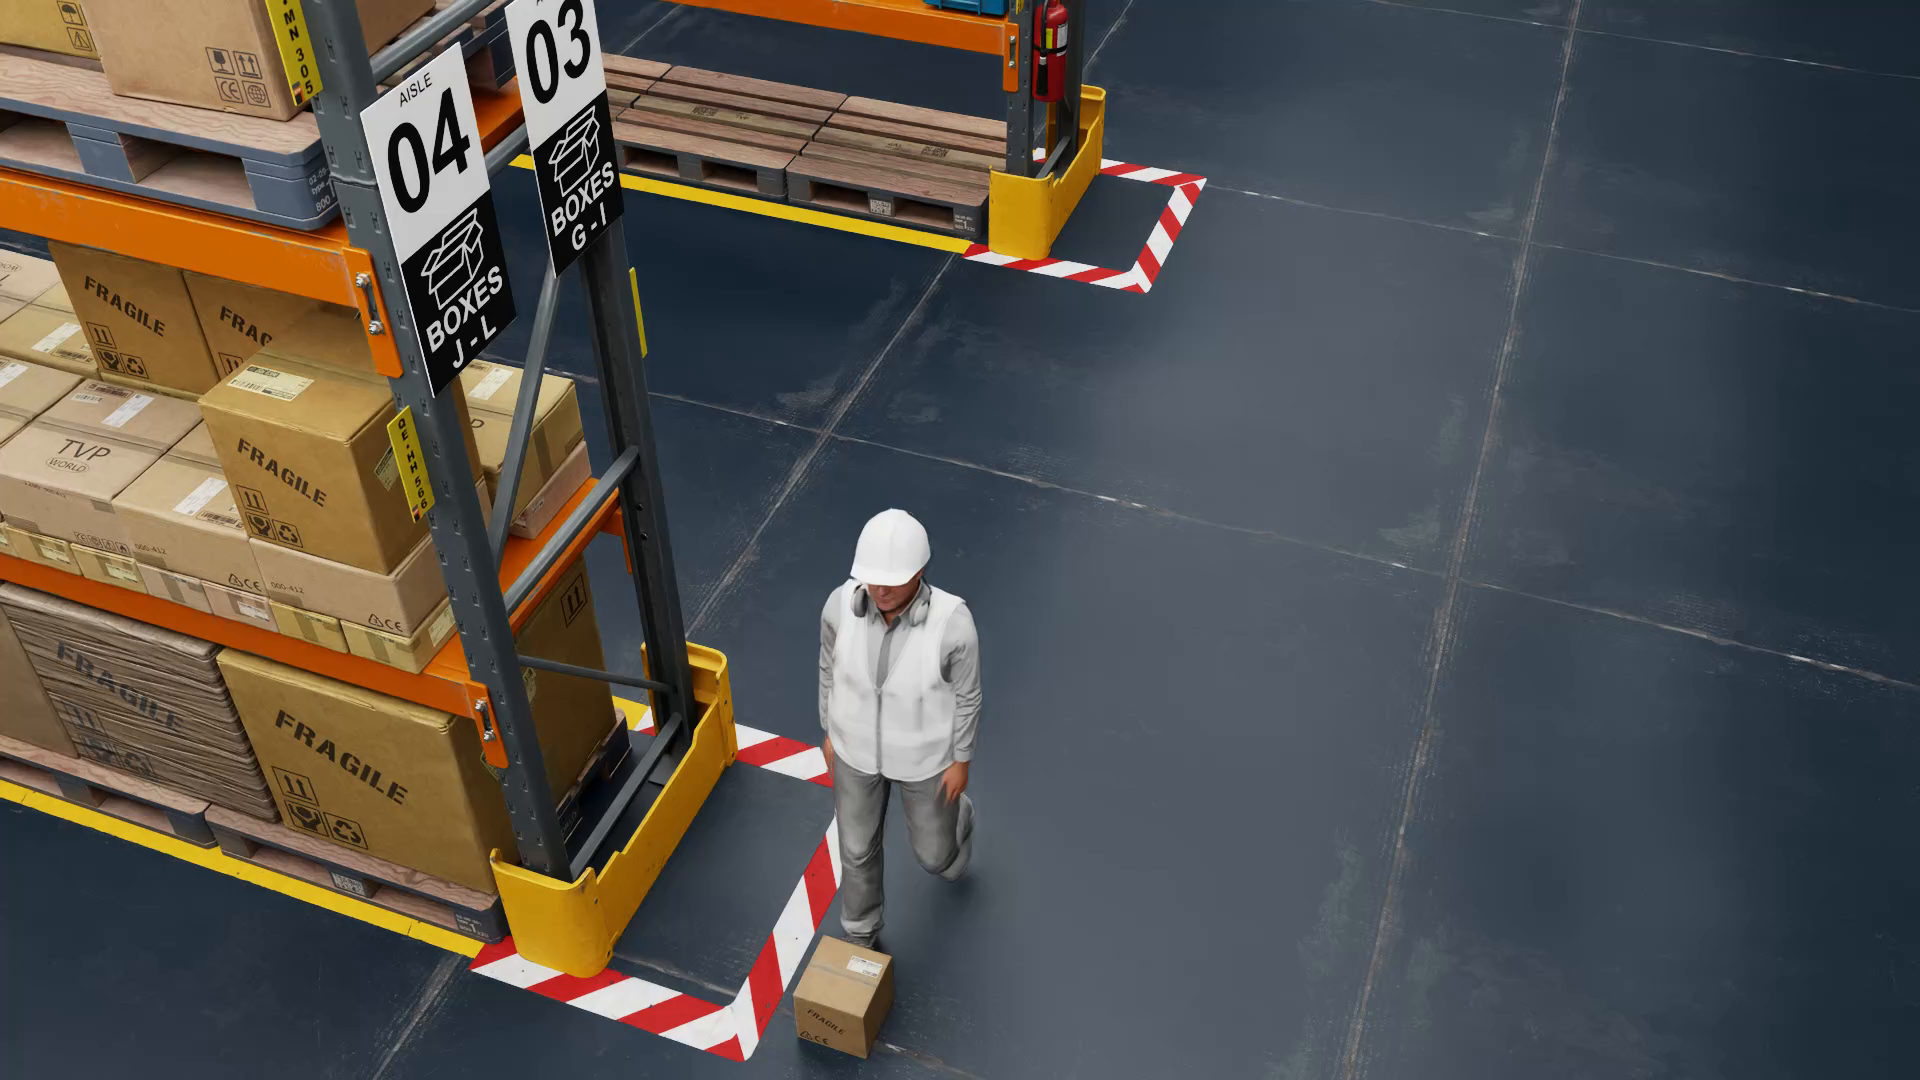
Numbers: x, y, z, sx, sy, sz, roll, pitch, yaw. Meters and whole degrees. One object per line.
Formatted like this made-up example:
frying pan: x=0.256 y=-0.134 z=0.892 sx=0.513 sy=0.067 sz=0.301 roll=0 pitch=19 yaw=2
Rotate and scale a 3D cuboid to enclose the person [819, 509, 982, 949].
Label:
person: x=-0.211 y=0.672 z=5.368 sx=0.546 sy=1.755 sz=0.758 roll=10 pitch=42 yaw=11
